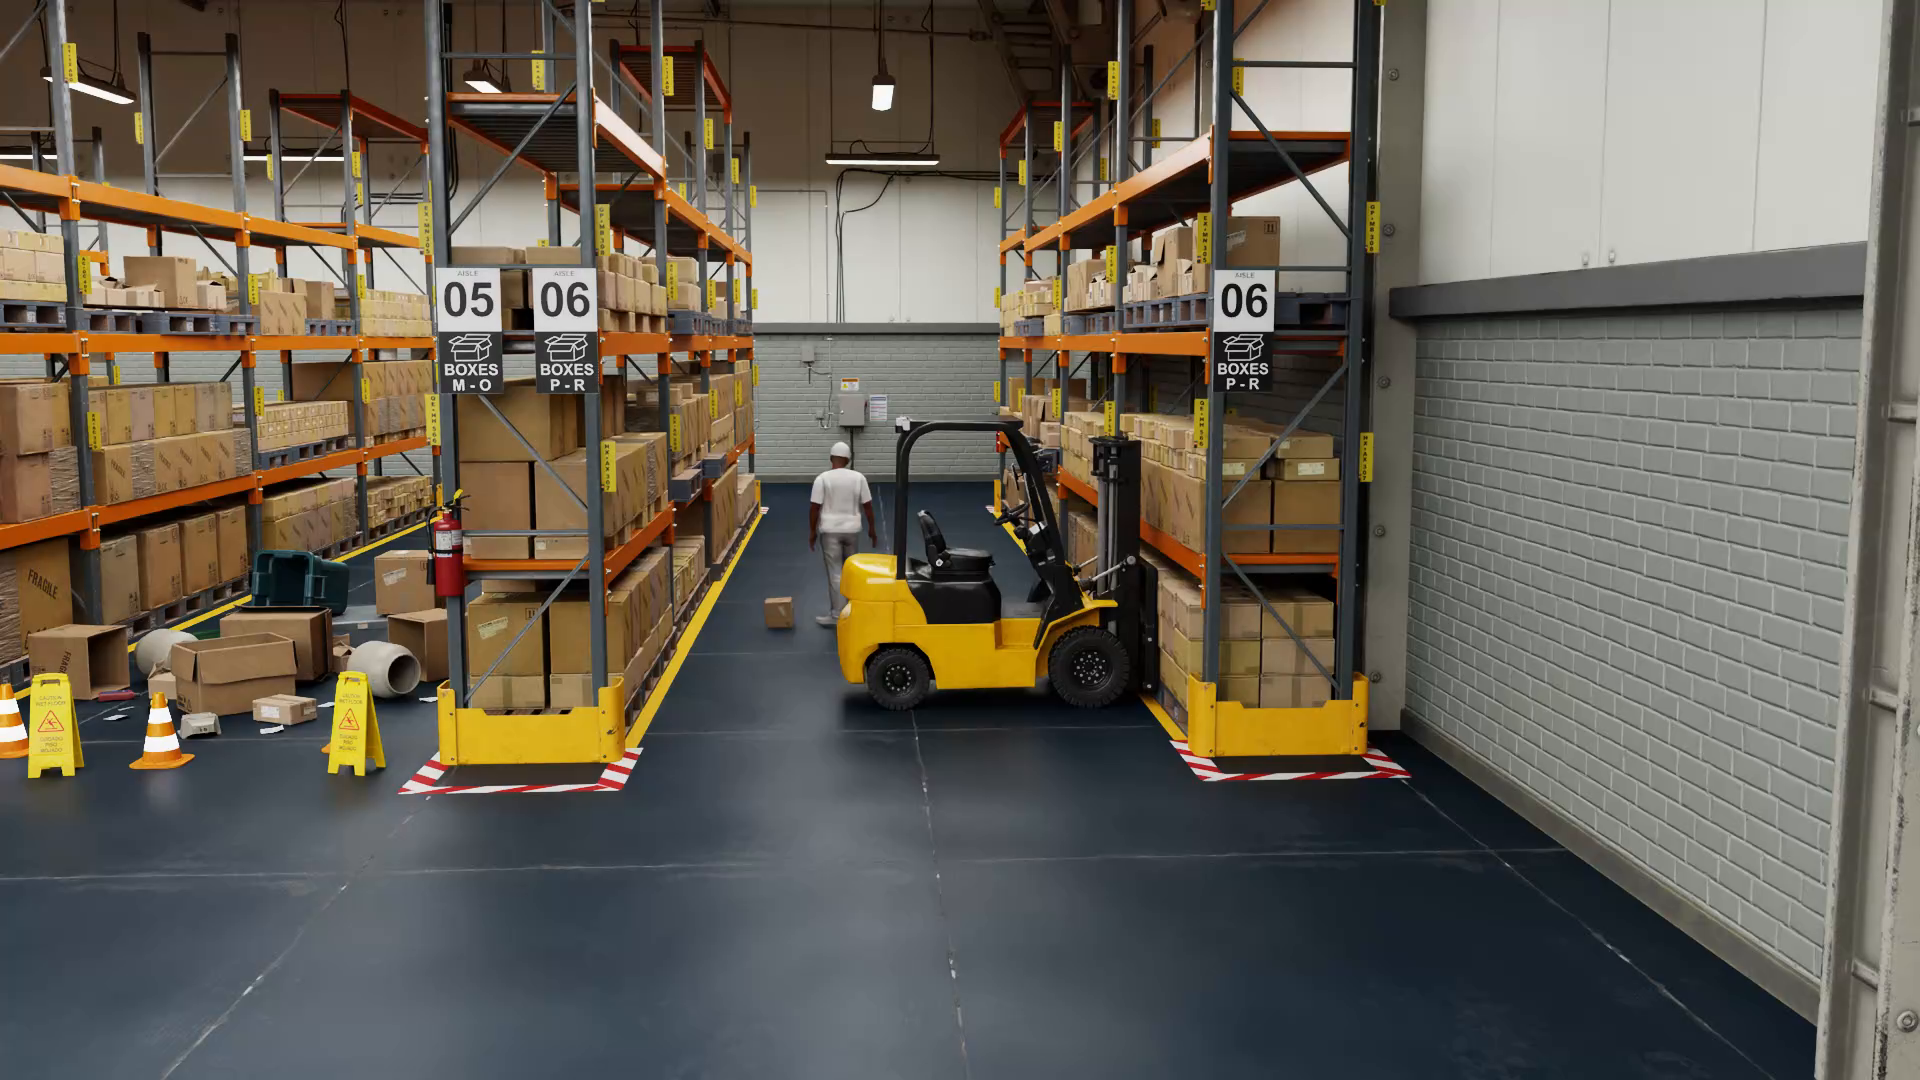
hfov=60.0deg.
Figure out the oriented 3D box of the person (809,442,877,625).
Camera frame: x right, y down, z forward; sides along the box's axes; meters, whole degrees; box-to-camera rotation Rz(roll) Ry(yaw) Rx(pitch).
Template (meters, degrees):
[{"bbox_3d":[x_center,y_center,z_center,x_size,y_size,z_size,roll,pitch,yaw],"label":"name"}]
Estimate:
[{"bbox_3d":[-1.148,-0.072,16.198,0.682,1.767,0.635,-3,7,-24],"label":"person"}]
